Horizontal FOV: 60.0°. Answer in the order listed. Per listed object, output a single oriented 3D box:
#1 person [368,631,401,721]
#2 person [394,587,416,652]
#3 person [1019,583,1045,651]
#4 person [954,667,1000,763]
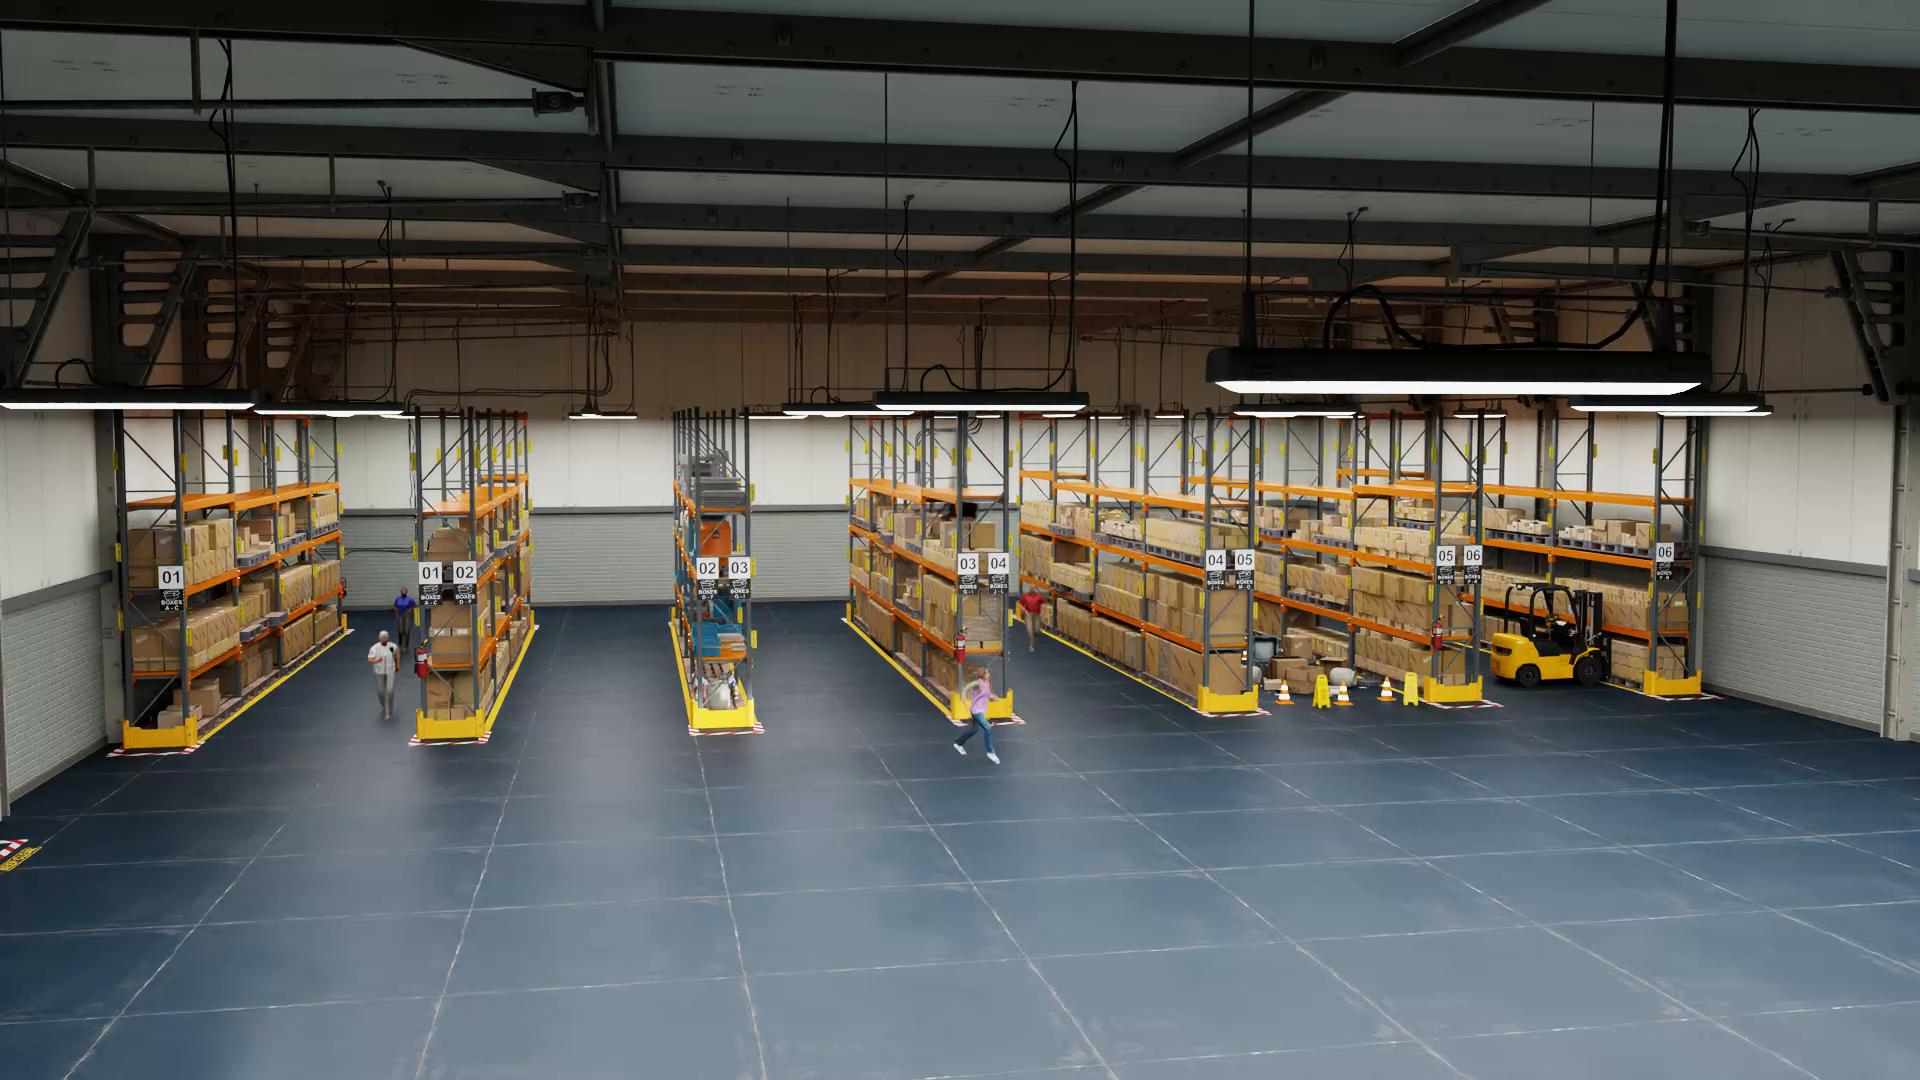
[{"bbox_3d":[-11.121,2.587,32.146,0.590,1.687,0.909,-1,4,-17],"label":"person"},{"bbox_3d":[-13.773,1.975,41.253,0.555,1.633,0.632,-1,4,-13],"label":"person"},{"bbox_3d":[1.811,1.930,41.695,0.665,1.688,0.603,0,4,-5],"label":"person"},{"bbox_3d":[0.279,2.933,28.067,0.871,1.621,0.556,2,5,28],"label":"person"}]
